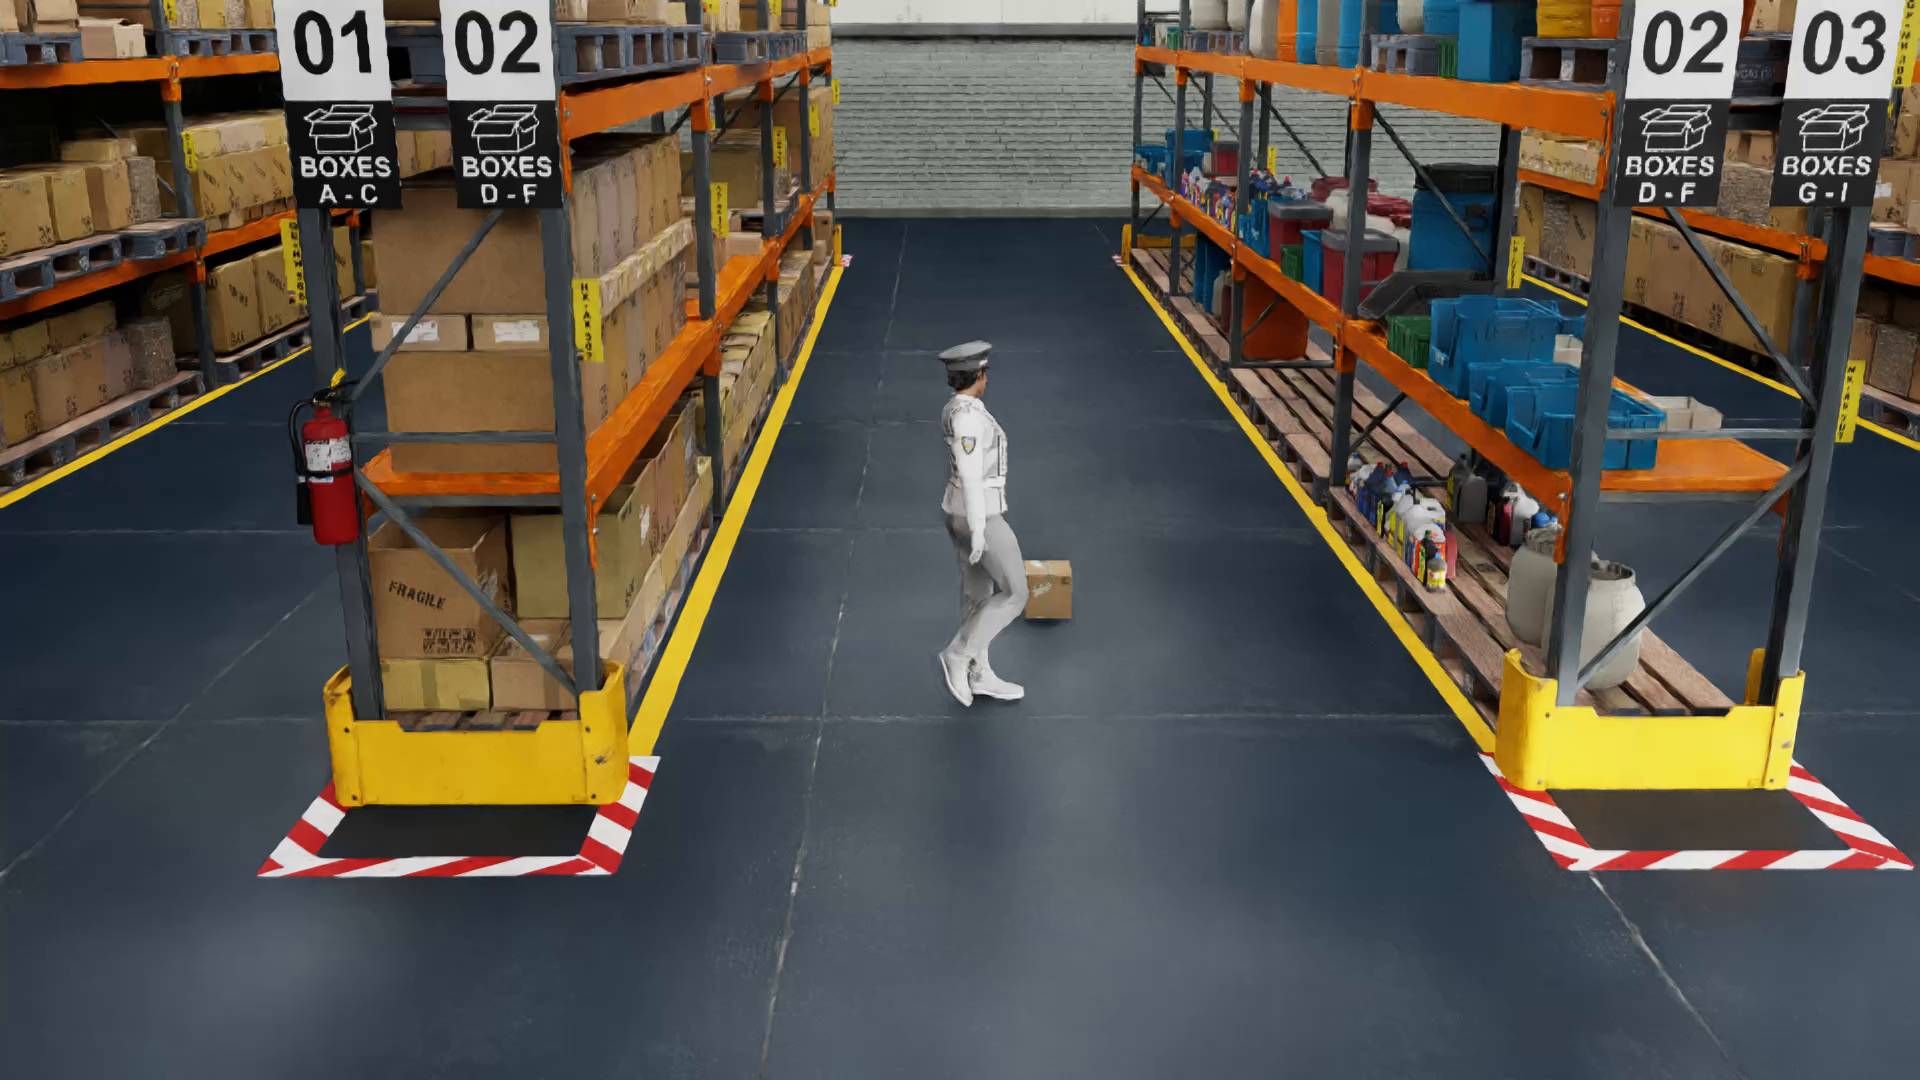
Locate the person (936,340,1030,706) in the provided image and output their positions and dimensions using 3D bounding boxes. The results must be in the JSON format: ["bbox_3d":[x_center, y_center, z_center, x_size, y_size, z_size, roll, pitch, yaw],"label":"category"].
[{"bbox_3d":[0.082,-0.067,7.733,0.424,1.665,0.607,-3,17,-10],"label":"person"}]
